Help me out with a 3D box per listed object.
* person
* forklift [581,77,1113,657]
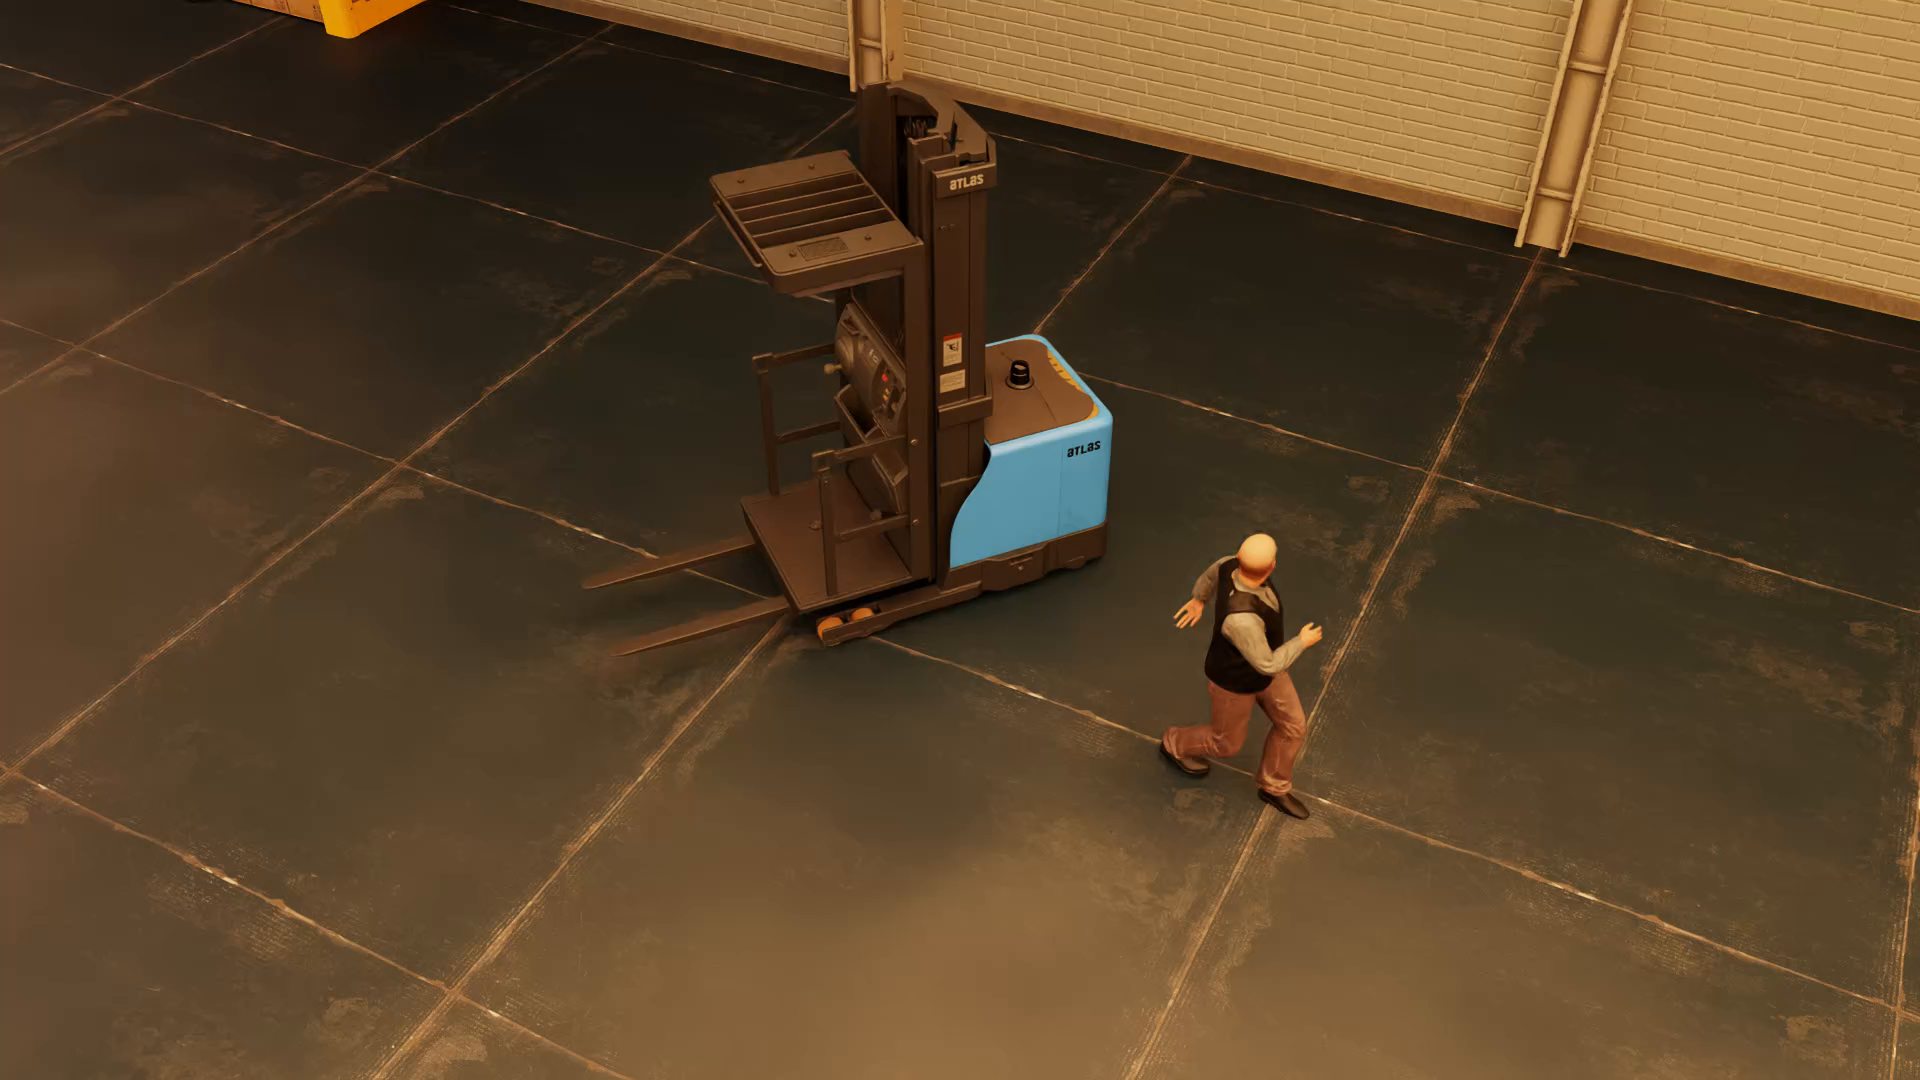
[{"bbox_3d":[1.426,0.637,8.263,0.936,1.650,0.551,21,44,23],"label":"person"},{"bbox_3d":[-0.676,-0.903,9.058,3.031,2.935,1.130,-16,43,-18],"label":"forklift"}]
